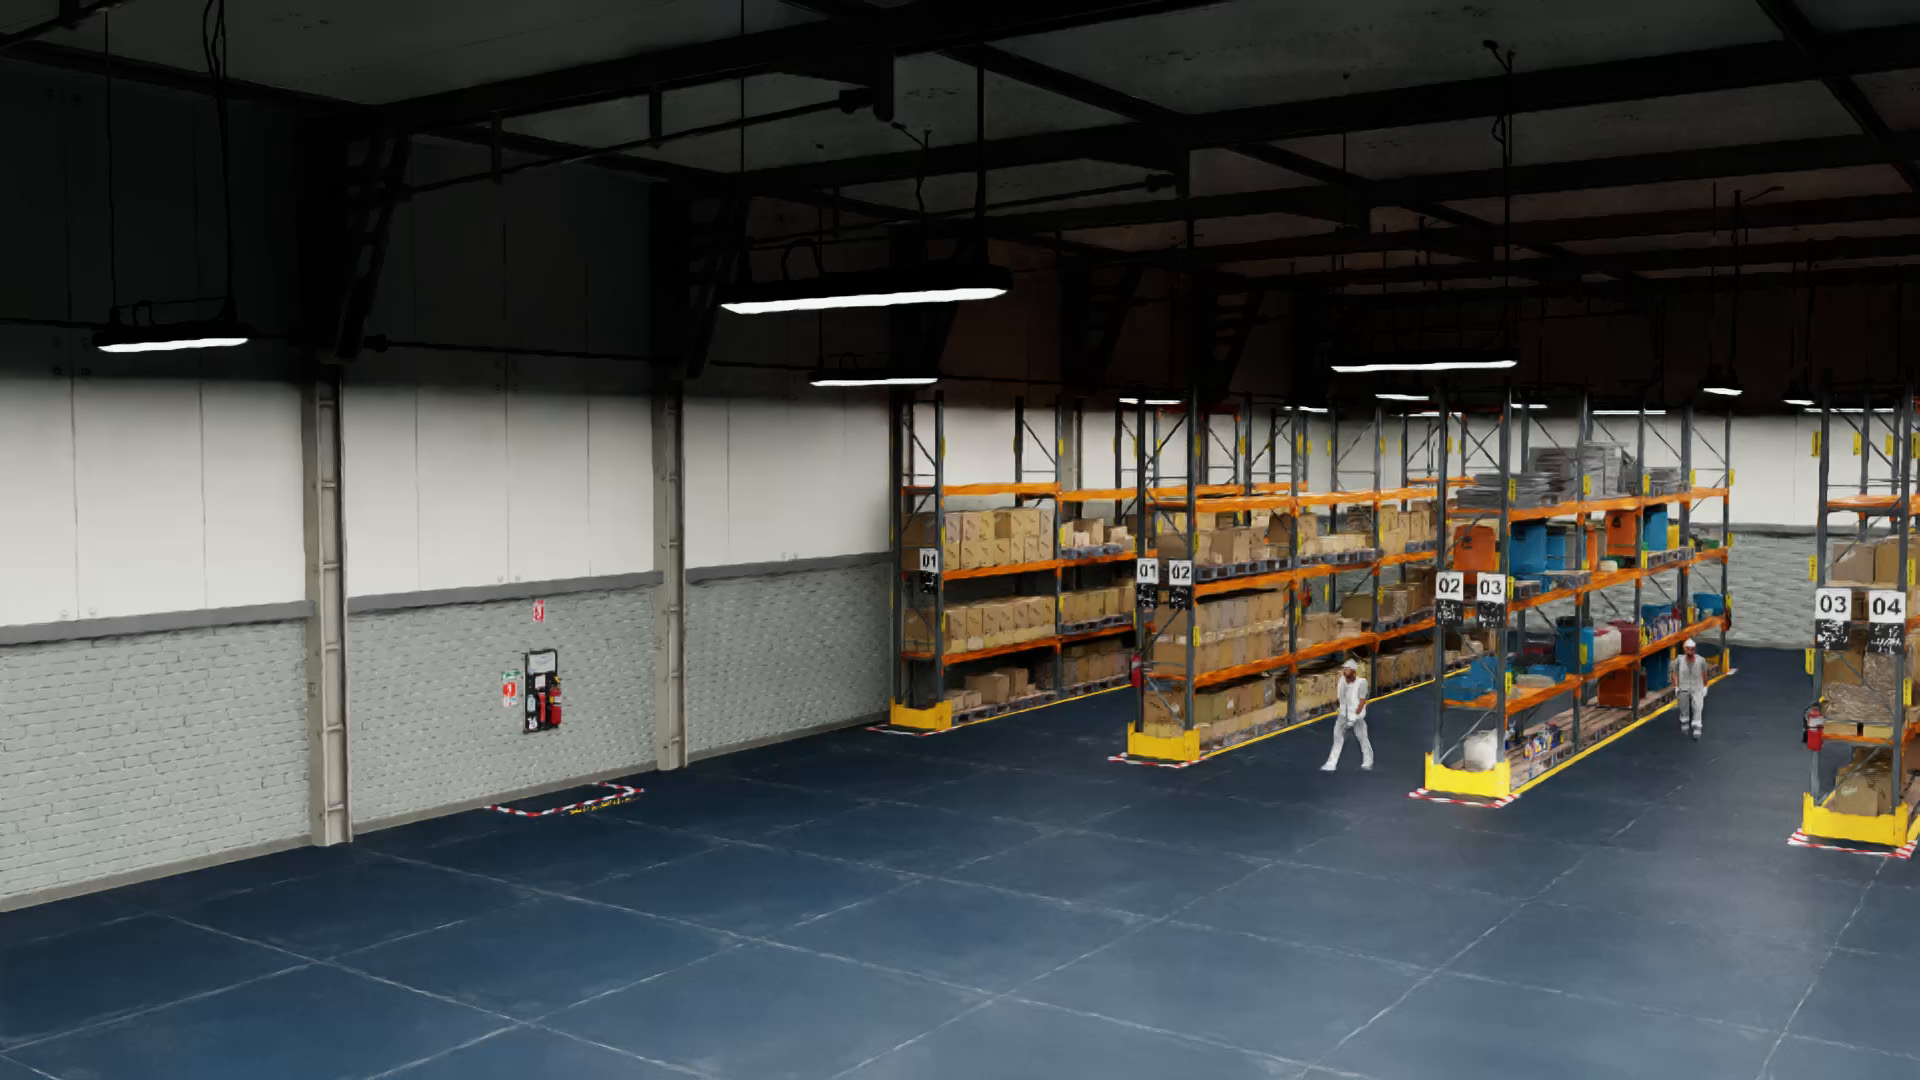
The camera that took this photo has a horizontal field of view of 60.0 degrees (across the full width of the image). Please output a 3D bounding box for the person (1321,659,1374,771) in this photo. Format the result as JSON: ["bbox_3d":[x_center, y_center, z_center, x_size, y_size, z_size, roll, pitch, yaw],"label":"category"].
[{"bbox_3d":[5.993,2.687,25.547,0.555,1.720,1.024,3,4,44],"label":"person"}]

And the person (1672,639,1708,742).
[{"bbox_3d":[12.444,2.534,28.355,0.554,1.710,1.097,2,4,26],"label":"person"}]
